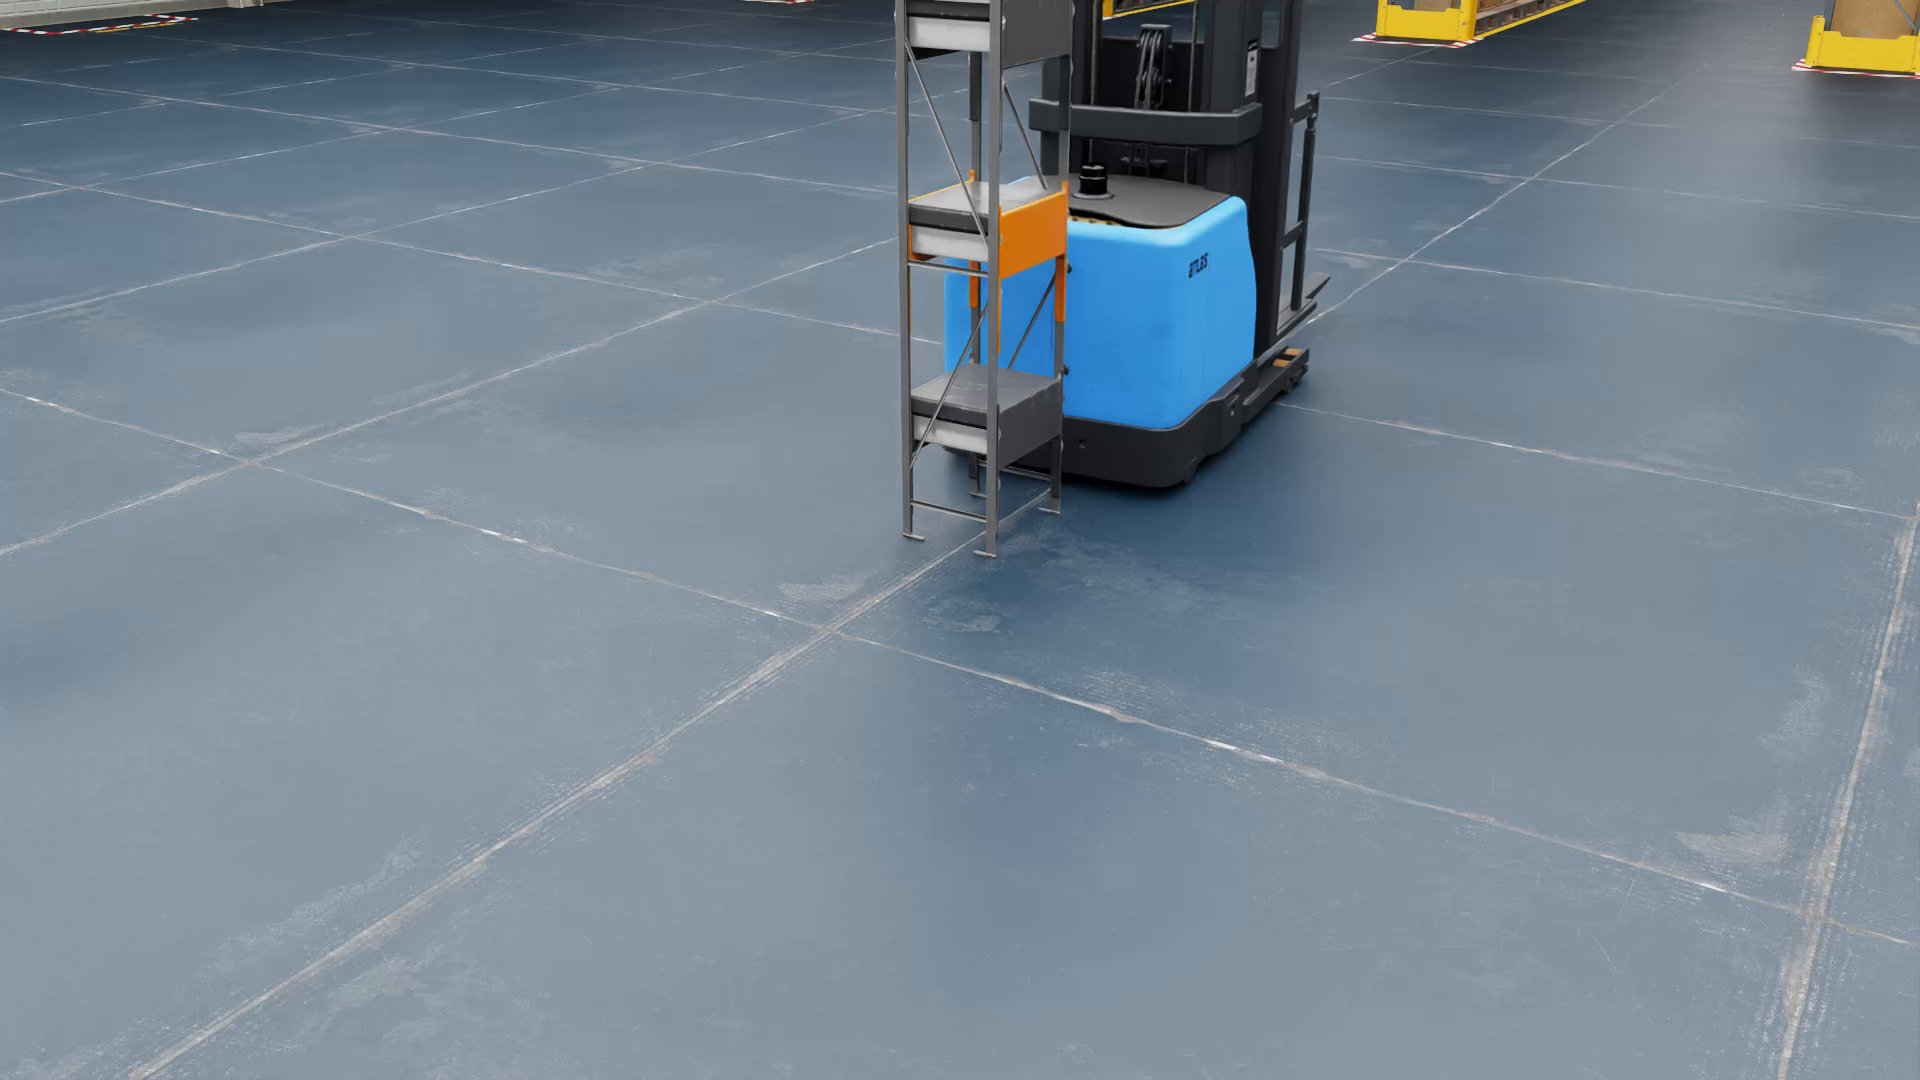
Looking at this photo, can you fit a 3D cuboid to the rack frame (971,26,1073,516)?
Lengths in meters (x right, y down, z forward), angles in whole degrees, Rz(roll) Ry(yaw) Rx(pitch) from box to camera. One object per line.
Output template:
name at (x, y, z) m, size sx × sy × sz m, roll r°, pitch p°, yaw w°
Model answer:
rack frame at (0.216, -1.102, 6.152) m, size 0.400 × 2.100 × 0.015 m, roll 14°, pitch 27°, yaw 29°

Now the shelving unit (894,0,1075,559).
shelving unit at (0.087, -1.019, 5.962) m, size 0.431 × 2.100 × 0.503 m, roll 14°, pitch 27°, yaw 29°

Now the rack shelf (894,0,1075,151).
rack shelf at (0.087, -1.649, 5.689) m, size 0.431 × 0.518 × 0.480 m, roll 14°, pitch 27°, yaw 29°

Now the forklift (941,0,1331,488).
forklift at (1.029, -2.101, 7.415) m, size 1.130 × 2.935 × 3.031 m, roll 11°, pitch 26°, yaw 24°

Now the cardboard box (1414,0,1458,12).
cardboard box at (6.100, -6.890, 21.007) m, size 0.500 × 0.500 × 0.500 m, roll 20°, pitch 30°, yaw 38°

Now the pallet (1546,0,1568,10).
pallet at (8.276, -7.970, 24.396) m, size 1.003 × 0.211 × 1.213 m, roll 14°, pitch 27°, yaw 29°

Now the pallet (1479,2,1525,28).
pallet at (6.900, -7.060, 22.292) m, size 1.003 × 0.211 × 1.213 m, roll 14°, pitch 27°, yaw 29°

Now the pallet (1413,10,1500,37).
pallet at (6.255, -6.650, 21.345) m, size 1.003 × 0.211 × 1.213 m, roll 14°, pitch 27°, yaw 29°

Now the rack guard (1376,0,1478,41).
rack guard at (5.797, -6.516, 20.671) m, size 1.175 × 0.500 × 0.348 m, roll 14°, pitch 27°, yaw 29°

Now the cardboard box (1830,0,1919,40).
cardboard box at (10.219, -6.024, 18.535) m, size 0.875 × 0.875 × 0.875 m, roll 14°, pitch 27°, yaw 29°

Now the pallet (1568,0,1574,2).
pallet at (8.919, -8.384, 25.351) m, size 1.003 × 0.211 × 1.213 m, roll 14°, pitch 27°, yaw 29°

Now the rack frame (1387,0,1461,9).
rack frame at (5.757, -7.637, 20.116) m, size 1.000 × 3.000 × 0.127 m, roll 14°, pitch 27°, yaw 29°

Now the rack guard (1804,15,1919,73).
rack guard at (9.904, -5.408, 18.114) m, size 1.175 × 0.500 × 0.348 m, roll 14°, pitch 27°, yaw 29°

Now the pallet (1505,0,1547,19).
pallet at (7.542, -7.473, 23.247) m, size 1.003 × 0.211 × 1.213 m, roll 14°, pitch 27°, yaw 29°

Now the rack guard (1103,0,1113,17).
rack guard at (1.549, -7.563, 23.092) m, size 1.175 × 0.500 × 0.348 m, roll 14°, pitch 27°, yaw 29°

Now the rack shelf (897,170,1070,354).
rack shelf at (0.087, -1.007, 5.967) m, size 0.431 × 0.518 × 0.480 m, roll 14°, pitch 27°, yaw 29°

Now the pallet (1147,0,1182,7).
pallet at (2.626, -8.114, 24.727) m, size 1.003 × 0.211 × 1.213 m, roll 14°, pitch 27°, yaw 29°

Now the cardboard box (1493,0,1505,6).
cardboard box at (7.065, -7.485, 22.383) m, size 0.500 × 0.500 × 0.500 m, roll 11°, pitch 26°, yaw 24°

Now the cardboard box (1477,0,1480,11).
cardboard box at (6.386, -7.099, 21.490) m, size 0.500 × 0.500 × 0.500 m, roll -20°, pitch 31°, yaw -39°

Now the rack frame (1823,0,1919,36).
rack frame at (9.917, -6.563, 17.636) m, size 1.000 × 3.000 × 0.127 m, roll 14°, pitch 27°, yaw 29°

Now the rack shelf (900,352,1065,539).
rack shelf at (0.087, -0.365, 6.245) m, size 0.431 × 0.518 × 0.480 m, roll 14°, pitch 27°, yaw 29°

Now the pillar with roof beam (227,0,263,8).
pillar with roof beam at (-6.741, -10.994, 20.320) m, size 9.100 × 9.000 × 0.400 m, roll 14°, pitch 27°, yaw 29°

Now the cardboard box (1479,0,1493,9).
cardboard box at (6.733, -7.306, 21.969) m, size 0.500 × 0.500 × 0.500 m, roll 17°, pitch 29°, yaw 34°

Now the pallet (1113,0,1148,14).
pallet at (1.982, -7.704, 23.780) m, size 1.003 × 0.211 × 1.213 m, roll 14°, pitch 27°, yaw 29°

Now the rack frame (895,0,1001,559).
rack frame at (-0.041, -0.937, 5.772) m, size 0.400 × 2.100 × 0.015 m, roll 14°, pitch 27°, yaw 29°
